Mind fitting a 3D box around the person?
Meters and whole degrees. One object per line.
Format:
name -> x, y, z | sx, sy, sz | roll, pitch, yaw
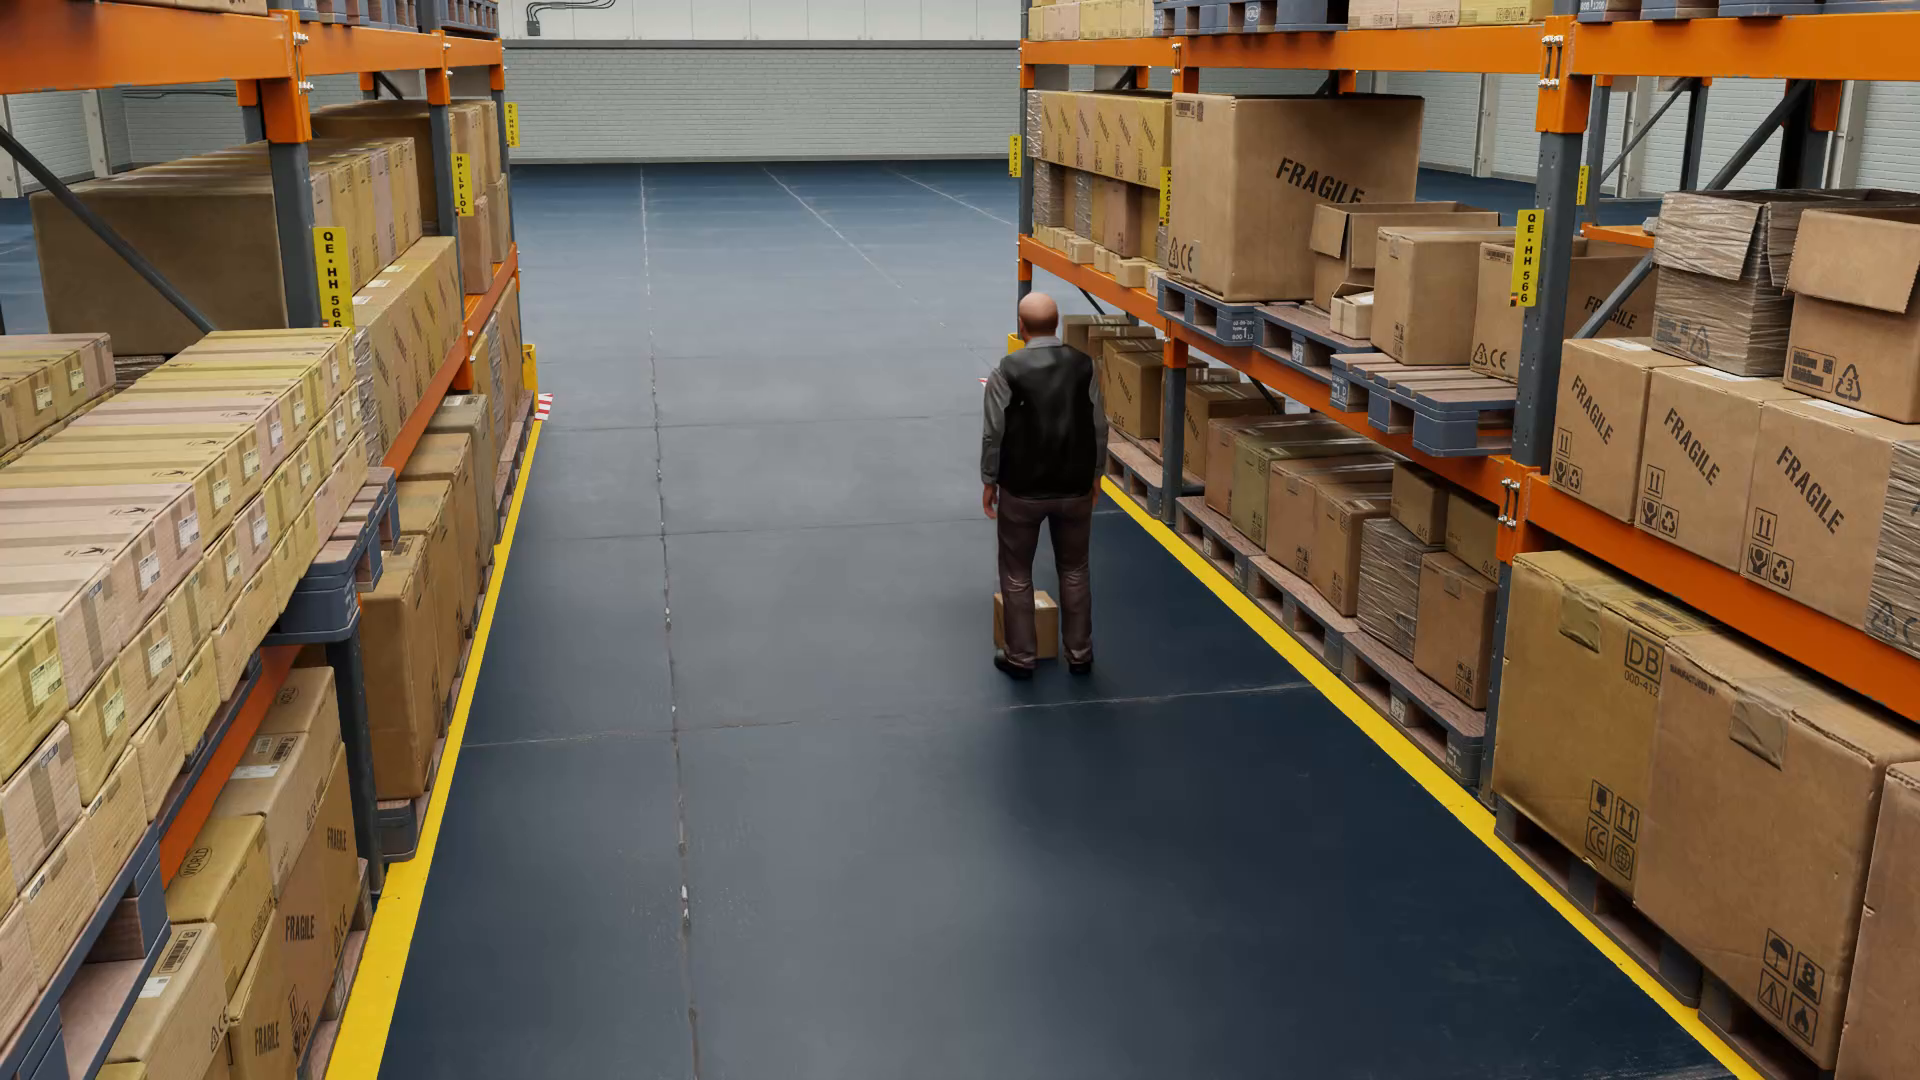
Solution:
person -> 0.371, -0.224, 7.349 | 0.577, 1.719, 0.420 | -4, 17, -13
